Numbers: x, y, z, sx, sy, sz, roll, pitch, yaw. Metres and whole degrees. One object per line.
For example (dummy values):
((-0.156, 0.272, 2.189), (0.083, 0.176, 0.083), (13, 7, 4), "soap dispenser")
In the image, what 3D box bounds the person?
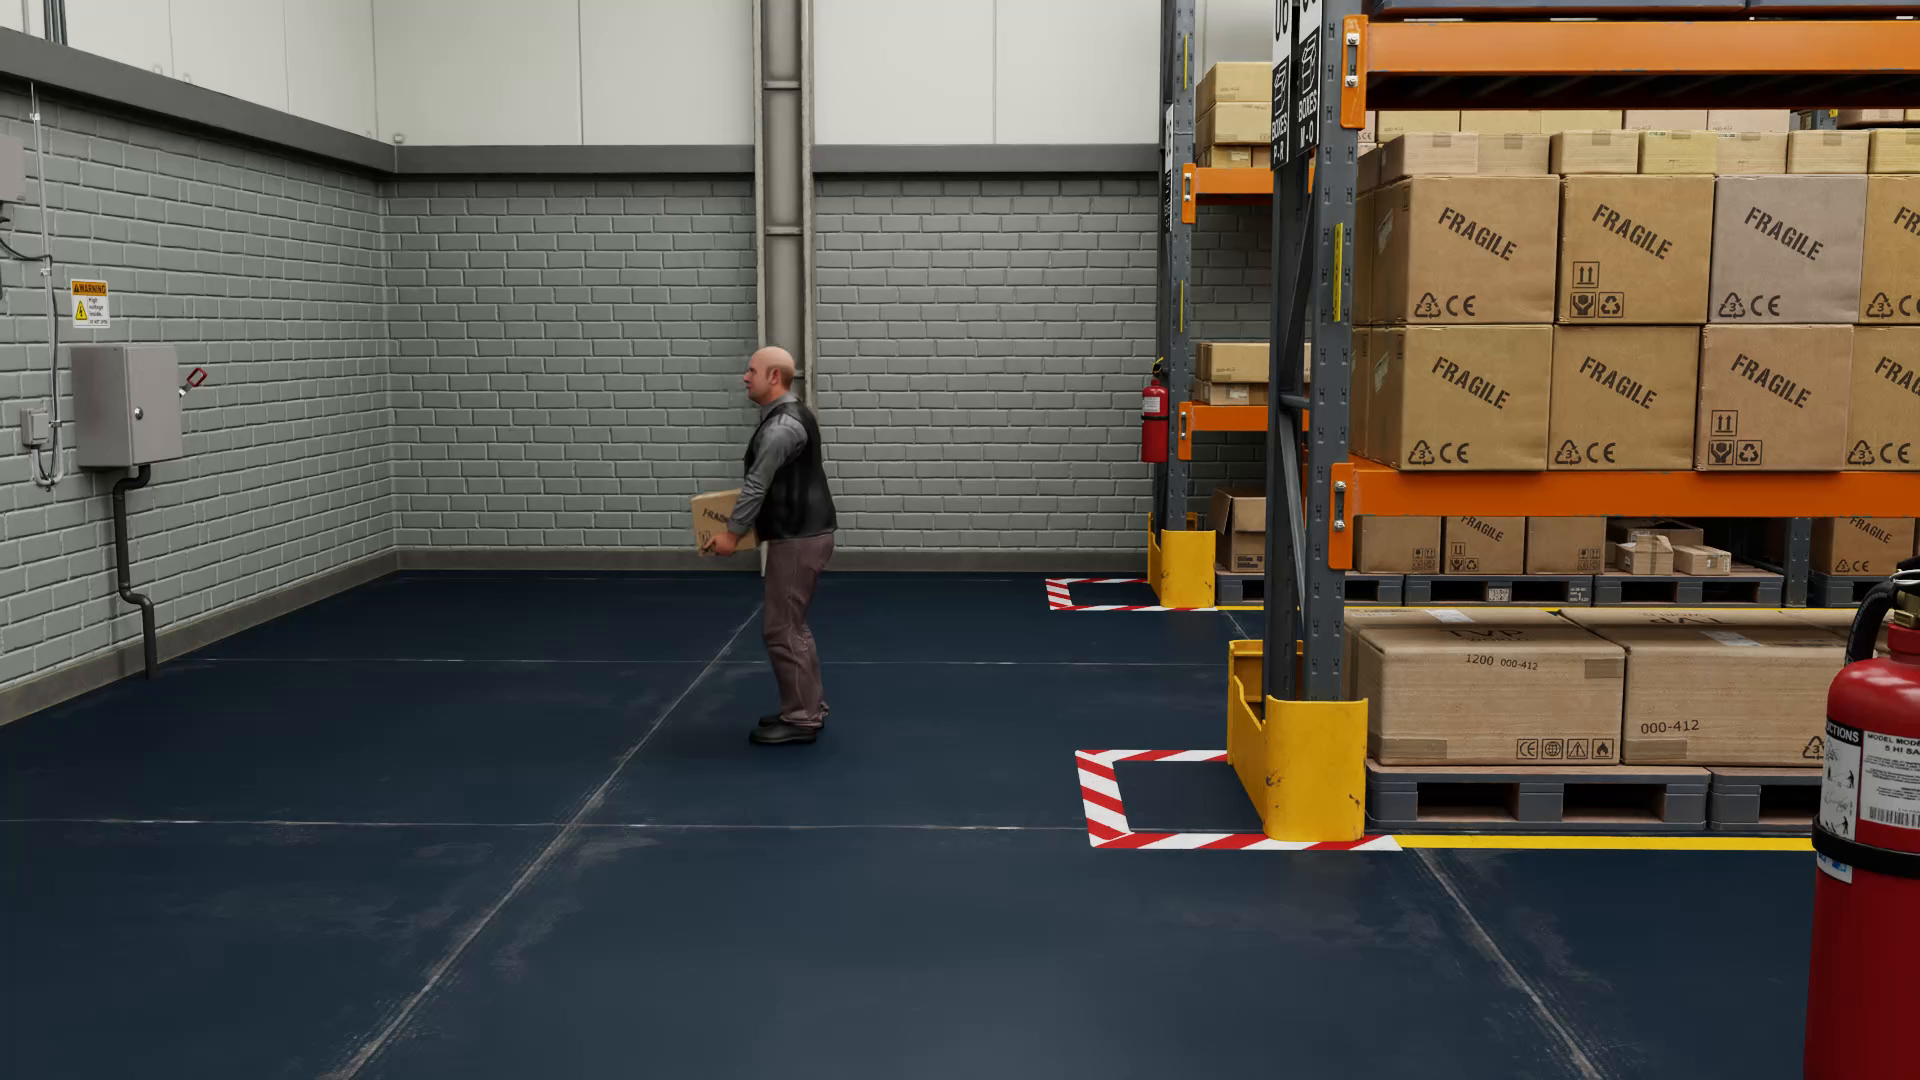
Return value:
((-0.830, 0.019, 7.262), (0.547, 1.716, 0.491), (0, 7, 0), "person")
